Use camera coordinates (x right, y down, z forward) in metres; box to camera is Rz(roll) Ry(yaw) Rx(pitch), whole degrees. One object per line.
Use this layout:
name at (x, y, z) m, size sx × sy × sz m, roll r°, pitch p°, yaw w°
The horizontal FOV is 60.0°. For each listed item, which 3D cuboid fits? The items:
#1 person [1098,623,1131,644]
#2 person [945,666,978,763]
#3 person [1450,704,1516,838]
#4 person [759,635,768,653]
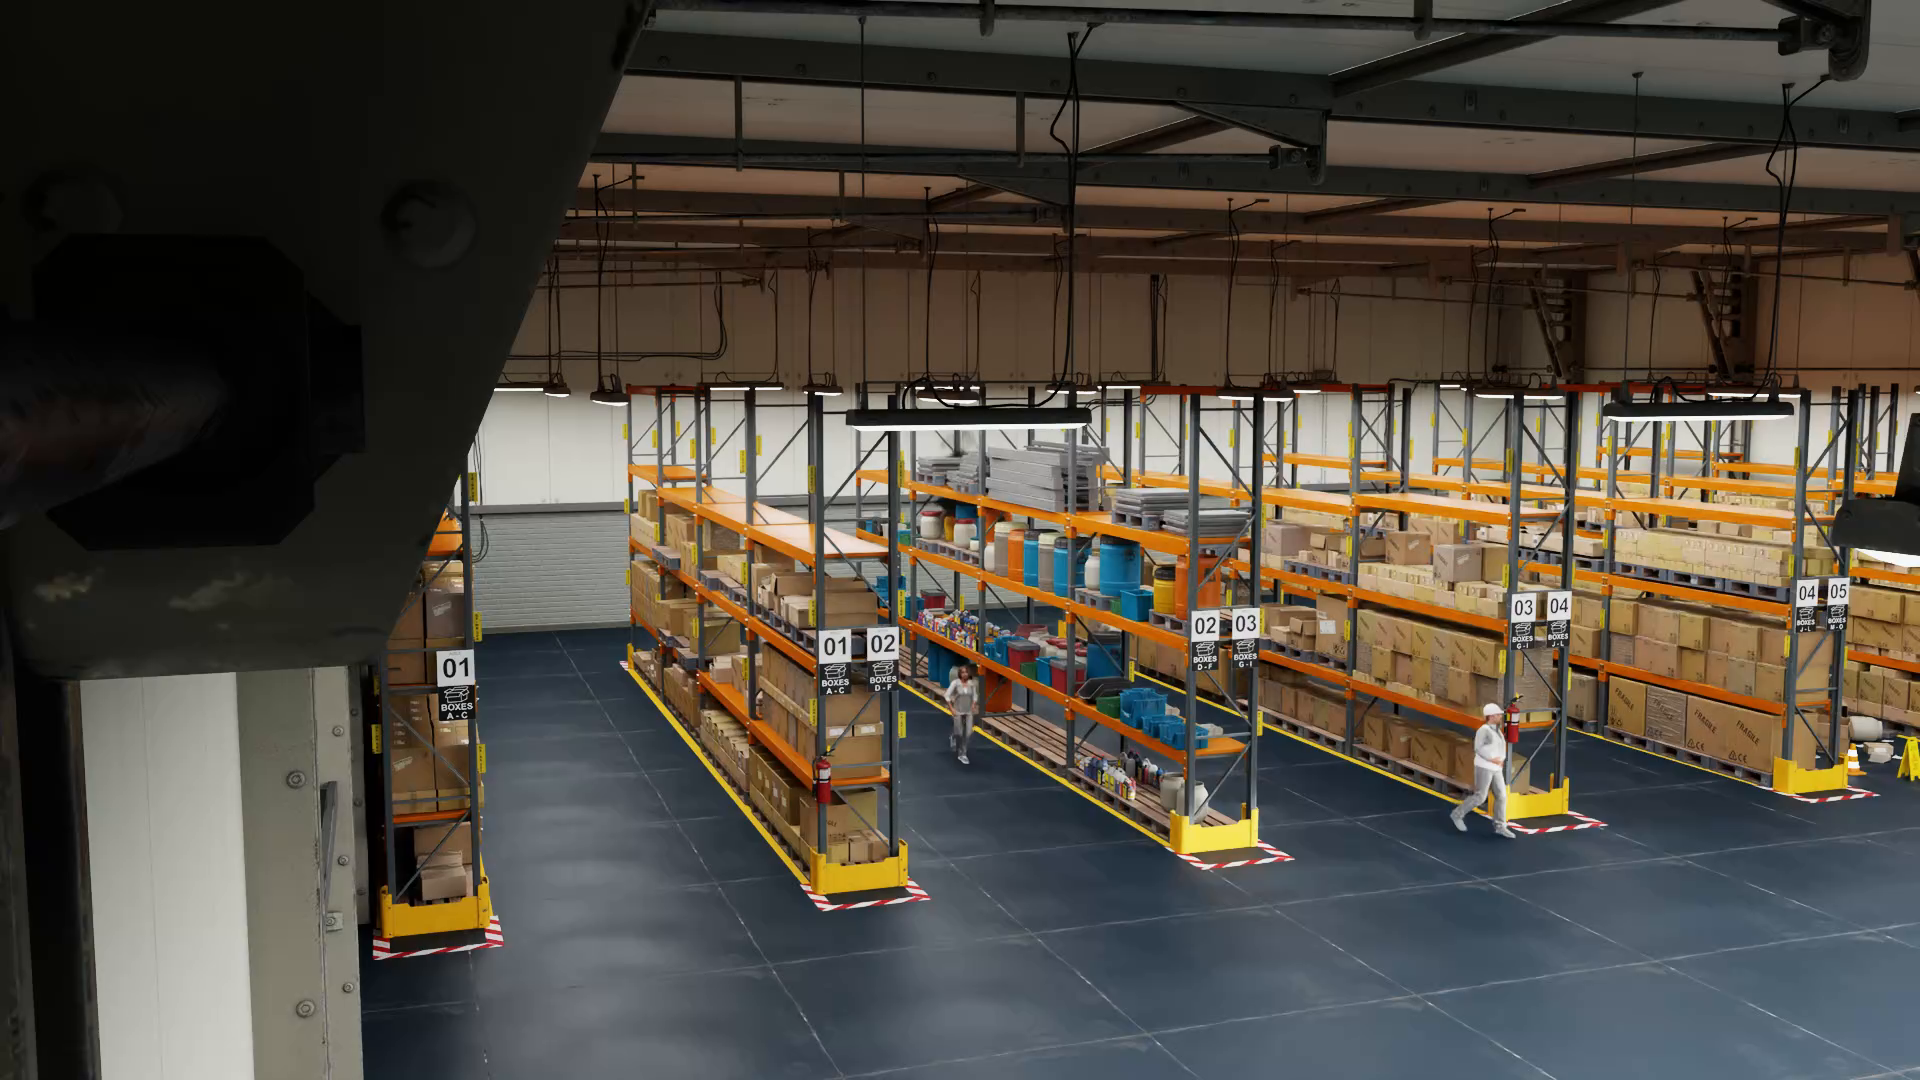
person at (3.005, 2.130, 32.305) m, size 0.663 × 1.748 × 0.780 m, roll -3°, pitch 7°, yaw -27°
person at (0.033, 2.800, 26.814) m, size 0.542 × 1.561 × 0.570 m, roll -2°, pitch 6°, yaw -16°
person at (7.214, 3.104, 22.645) m, size 0.886 × 1.764 × 0.713 m, roll 5°, pitch 8°, yaw 41°
person at (-4.071, 1.912, 34.389) m, size 0.713 × 1.766 × 0.831 m, roll -3°, pitch 7°, yaw -26°
